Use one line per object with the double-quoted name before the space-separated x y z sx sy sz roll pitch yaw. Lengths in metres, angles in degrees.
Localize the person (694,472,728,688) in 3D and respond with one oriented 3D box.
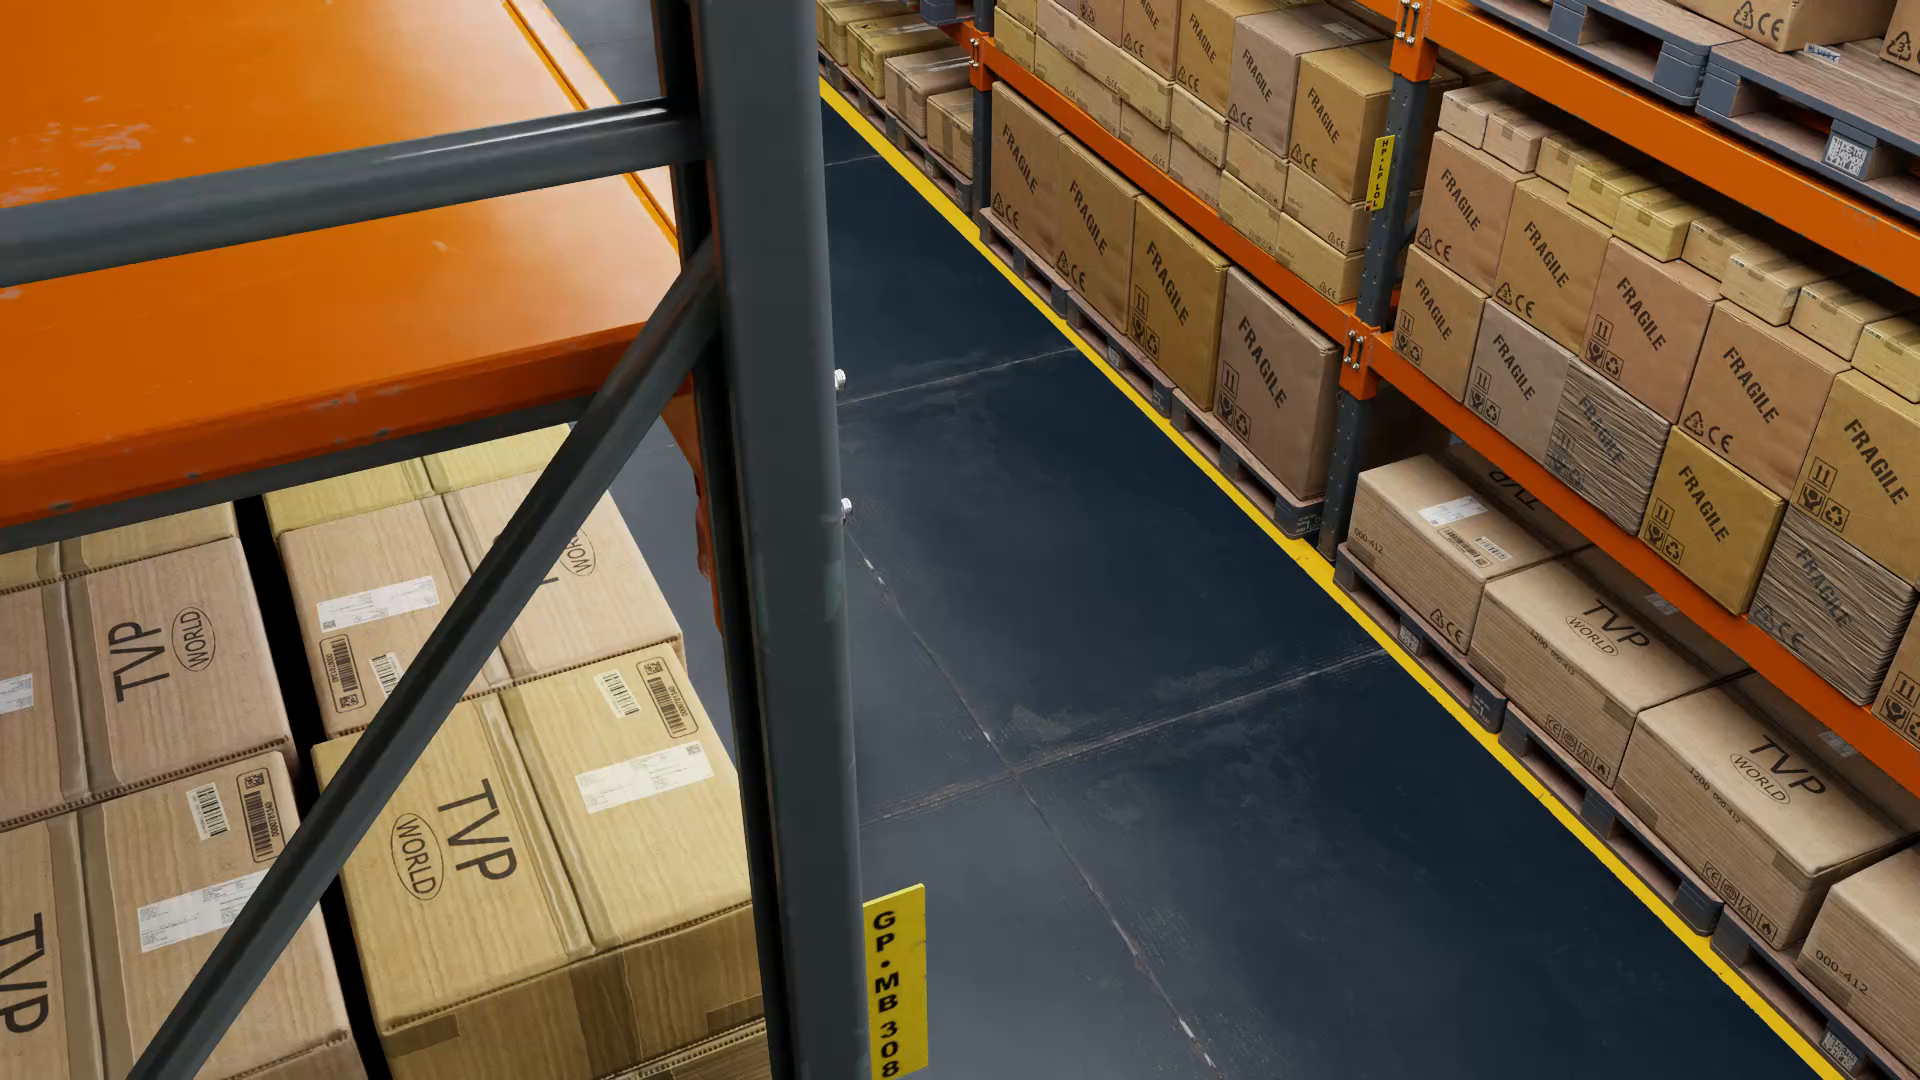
"person" -0.802 -0.015 6.886 0.599 1.727 0.391 -17 40 -21
